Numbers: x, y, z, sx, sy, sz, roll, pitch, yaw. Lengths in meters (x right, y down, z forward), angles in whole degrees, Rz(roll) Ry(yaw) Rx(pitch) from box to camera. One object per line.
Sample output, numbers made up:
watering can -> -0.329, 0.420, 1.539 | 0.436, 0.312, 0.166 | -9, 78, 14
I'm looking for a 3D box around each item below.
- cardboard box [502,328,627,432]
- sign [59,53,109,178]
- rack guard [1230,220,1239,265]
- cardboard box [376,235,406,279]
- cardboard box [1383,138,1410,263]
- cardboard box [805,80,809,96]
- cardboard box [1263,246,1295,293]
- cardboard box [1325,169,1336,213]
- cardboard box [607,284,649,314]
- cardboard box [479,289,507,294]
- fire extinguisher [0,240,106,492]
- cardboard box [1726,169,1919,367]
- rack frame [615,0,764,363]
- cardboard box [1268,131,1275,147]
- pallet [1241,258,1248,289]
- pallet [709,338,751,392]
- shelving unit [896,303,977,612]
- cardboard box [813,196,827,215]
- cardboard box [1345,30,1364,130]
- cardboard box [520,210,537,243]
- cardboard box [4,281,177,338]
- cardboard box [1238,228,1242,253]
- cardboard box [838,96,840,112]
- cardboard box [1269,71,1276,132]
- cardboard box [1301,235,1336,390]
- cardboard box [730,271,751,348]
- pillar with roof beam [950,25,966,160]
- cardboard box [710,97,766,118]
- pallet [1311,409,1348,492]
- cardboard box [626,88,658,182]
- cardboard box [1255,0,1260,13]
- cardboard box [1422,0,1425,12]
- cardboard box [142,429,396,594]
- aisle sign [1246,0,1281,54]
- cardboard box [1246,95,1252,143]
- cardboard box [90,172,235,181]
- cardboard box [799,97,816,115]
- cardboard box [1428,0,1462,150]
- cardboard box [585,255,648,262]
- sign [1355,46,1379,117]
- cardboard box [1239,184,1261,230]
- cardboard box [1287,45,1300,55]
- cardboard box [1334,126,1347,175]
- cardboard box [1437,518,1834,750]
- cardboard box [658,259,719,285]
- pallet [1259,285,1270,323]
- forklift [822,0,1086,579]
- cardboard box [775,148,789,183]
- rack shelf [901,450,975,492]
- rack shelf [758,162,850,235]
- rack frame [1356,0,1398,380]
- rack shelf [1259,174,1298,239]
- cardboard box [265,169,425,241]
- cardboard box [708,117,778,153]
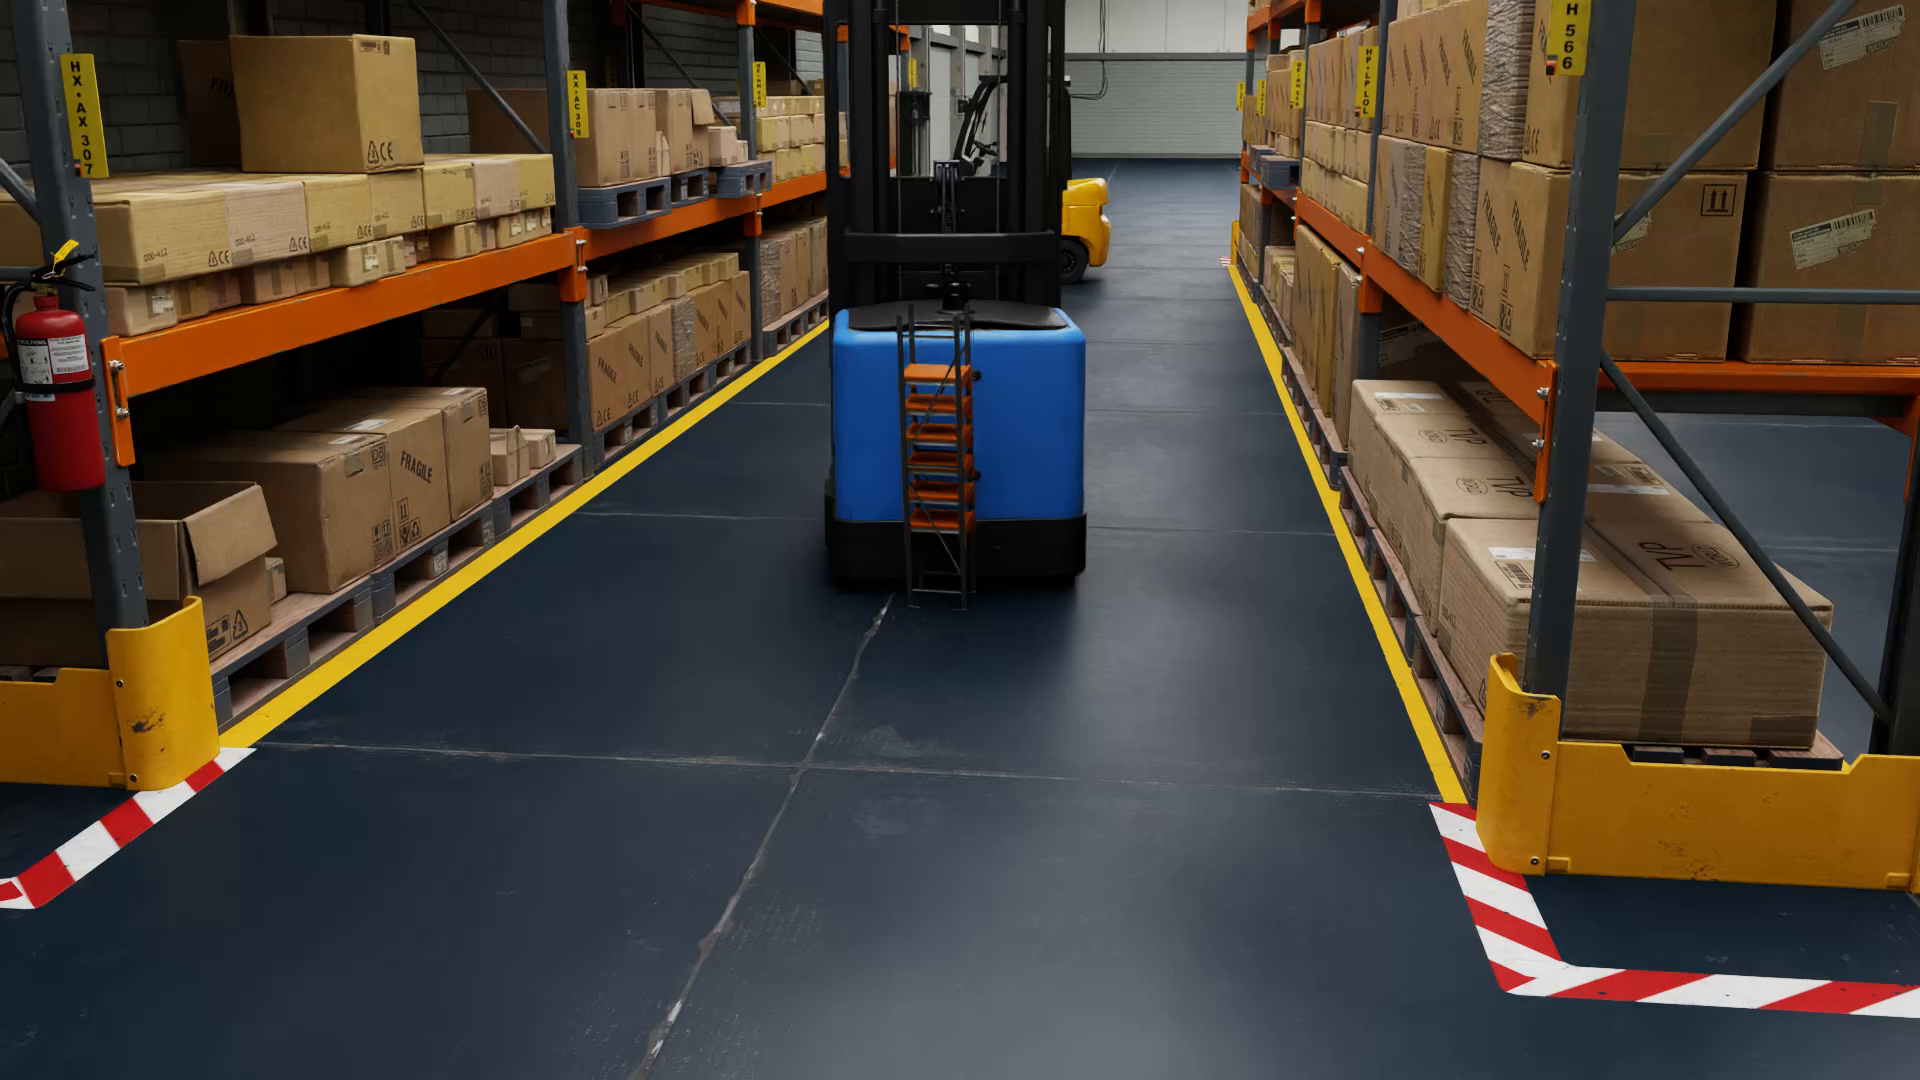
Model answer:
cardboard box -> -2.182, -0.898, 9.219 | 0.500, 0.500, 0.500 | 2, 15, 9
sign -> -2.373, -1.147, 4.500 | 0.100, 0.325, 0.005 | 2, 15, 6
rack guard -> 3.817, -3.523, 19.735 | 1.175, 0.500, 0.348 | 2, 15, 6
cardboard box -> -2.398, -1.103, 6.475 | 0.380, 0.149, 0.250 | 2, 15, 8
cardboard box -> 2.098, -1.441, 7.054 | 0.500, 0.500, 0.500 | 2, 15, 7
cardboard box -> -1.736, -4.587, 16.876 | 0.380, 0.149, 0.250 | 2, 15, 6
cardboard box -> 3.318, -2.510, 15.429 | 0.950, 0.372, 0.625 | 2, 15, 7
cardboard box -> 2.460, -2.085, 9.915 | 0.500, 0.250, 0.500 | 2, 15, 6
cardboard box -> -2.101, -1.453, 10.032 | 0.380, 0.149, 0.250 | 2, 15, 6
cardboard box -> -2.660, -1.395, 9.815 | 0.380, 0.149, 0.250 | 1, 15, 4
fire extinguisher -> -2.469, -0.476, 4.539 | 0.296, 0.674, 0.183 | 2, 15, 6
cardboard box -> 2.360, -0.764, 4.551 | 0.500, 0.500, 0.500 | 2, 15, 6
rack frame -> -2.009, -2.820, 12.345 | 1.000, 3.000, 0.127 | 2, 15, 6
cardboard box -> 2.961, -3.595, 14.888 | 0.380, 0.149, 0.250 | 2, 15, 7
pallet -> 3.550, -2.859, 17.830 | 1.003, 0.211, 1.213 | 2, 15, 6
pallet -> -2.131, -1.282, 11.997 | 1.003, 0.211, 1.213 | 2, 15, 6
shelving unit -> -0.086, -0.313, 6.491 | 0.258, 1.200, 0.189 | 3, 22, 12
cardboard box -> -1.191, -3.332, 16.785 | 0.500, 0.250, 0.500 | 1, 15, 5
cardboard box -> 2.324, -2.426, 8.781 | 0.500, 0.500, 0.500 | 2, 15, 7
cardboard box -> -2.253, -1.503, 7.956 | 0.380, 0.149, 0.250 | 2, 15, 8
cardboard box -> -2.602, -0.701, 4.990 | 0.380, 0.149, 0.250 | 2, 15, 6
cardboard box -> 3.460, -3.424, 19.042 | 0.500, 0.250, 0.500 | 2, 15, 6
cardboard box -> -1.260, -4.294, 16.361 | 0.380, 0.149, 0.250 | 1, 15, 5
cardboard box -> 2.911, -3.736, 14.166 | 0.500, 0.500, 0.500 | 2, 15, 6
cardboard box -> 2.658, -1.444, 10.522 | 0.875, 0.875, 0.875 | 2, 15, 7
cardboard box -> -1.843, -1.700, 12.188 | 0.500, 0.500, 0.500 | 2, 15, 8
pillar with roof beam -> 4.228, -12.179, 35.462 | 9.100, 9.000, 0.400 | 2, 15, 6
cardboard box -> -1.681, -3.256, 12.521 | 0.380, 0.149, 0.250 | 2, 15, 8
pallet -> 2.484, -0.494, 9.084 | 1.003, 0.211, 1.213 | 2, 15, 6
cardboard box -> -2.125, -2.287, 9.377 | 0.700, 0.500, 0.500 | 2, 15, 7
cardboard box -> 3.324, -5.665, 17.600 | 0.380, 0.149, 0.250 | 2, 15, 7
cardboard box -> 2.090, -2.210, 6.739 | 0.380, 0.149, 0.250 | 2, 15, 6
cardboard box -> -2.614, -0.118, 6.335 | 0.700, 0.500, 0.500 | 2, 15, 9
aisle sign -> 3.525, -6.030, 19.235 | 0.394, 0.787, 0.004 | 2, 15, 6
cardboard box -> 3.385, -4.560, 18.019 | 0.500, 0.500, 0.500 | 1, 15, 5
cardboard box -> -3.004, -1.206, 6.091 | 0.500, 0.250, 0.500 | 2, 15, 8
cardboard box -> -1.443, -3.721, 14.241 | 0.380, 0.149, 0.250 | 1, 15, 5
cardboard box -> 1.986, -1.658, 5.940 | 0.500, 0.500, 0.500 | 2, 15, 6
cardboard box -> -2.434, -1.935, 11.814 | 0.380, 0.149, 0.250 | 2, 15, 8
sign -> 1.932, -2.172, 7.880 | 0.100, 0.325, 0.005 | 2, 15, 6
cardboard box -> 3.458, -3.780, 18.921 | 0.500, 0.500, 0.500 | 1, 15, 4
cardboard box -> 3.771, -4.894, 17.337 | 0.700, 0.500, 0.500 | 2, 15, 6
cardboard box -> 2.382, -2.192, 9.353 | 0.500, 0.250, 0.500 | 2, 15, 8
cardboard box -> 1.996, 0.260, 5.058 | 0.875, 0.438, 0.875 | 1, 15, 4
cardboard box -> -1.887, -1.855, 11.518 | 0.380, 0.149, 0.250 | 1, 15, 4
pallet -> 3.288, -2.164, 15.262 | 1.003, 0.211, 1.213 | 2, 15, 6
forklift -> -0.088, -1.588, 7.920 | 1.130, 2.935, 3.031 | -1, 15, -3
cardboard box -> -1.655, -2.986, 13.245 | 0.500, 0.250, 0.500 | 1, 15, 5
rack shelf -> -0.085, -0.271, 6.507 | 0.258, 0.103, 0.180 | 3, 22, 12
rack shelf -> -1.783, -2.992, 14.357 | 1.077, 0.370, 4.000 | 2, 15, 6
rack frame -> 2.472, -1.637, 7.971 | 1.000, 3.000, 0.127 | 2, 15, 6
rack shelf -> 3.149, -2.846, 13.820 | 1.077, 0.370, 4.000 | 2, 15, 6
cardboard box -> -2.446, -1.322, 6.521 | 0.500, 0.250, 0.500 | 1, 15, 5
cardboard box -> -1.692, -3.096, 12.696 | 0.500, 0.250, 0.500 | 2, 15, 6
